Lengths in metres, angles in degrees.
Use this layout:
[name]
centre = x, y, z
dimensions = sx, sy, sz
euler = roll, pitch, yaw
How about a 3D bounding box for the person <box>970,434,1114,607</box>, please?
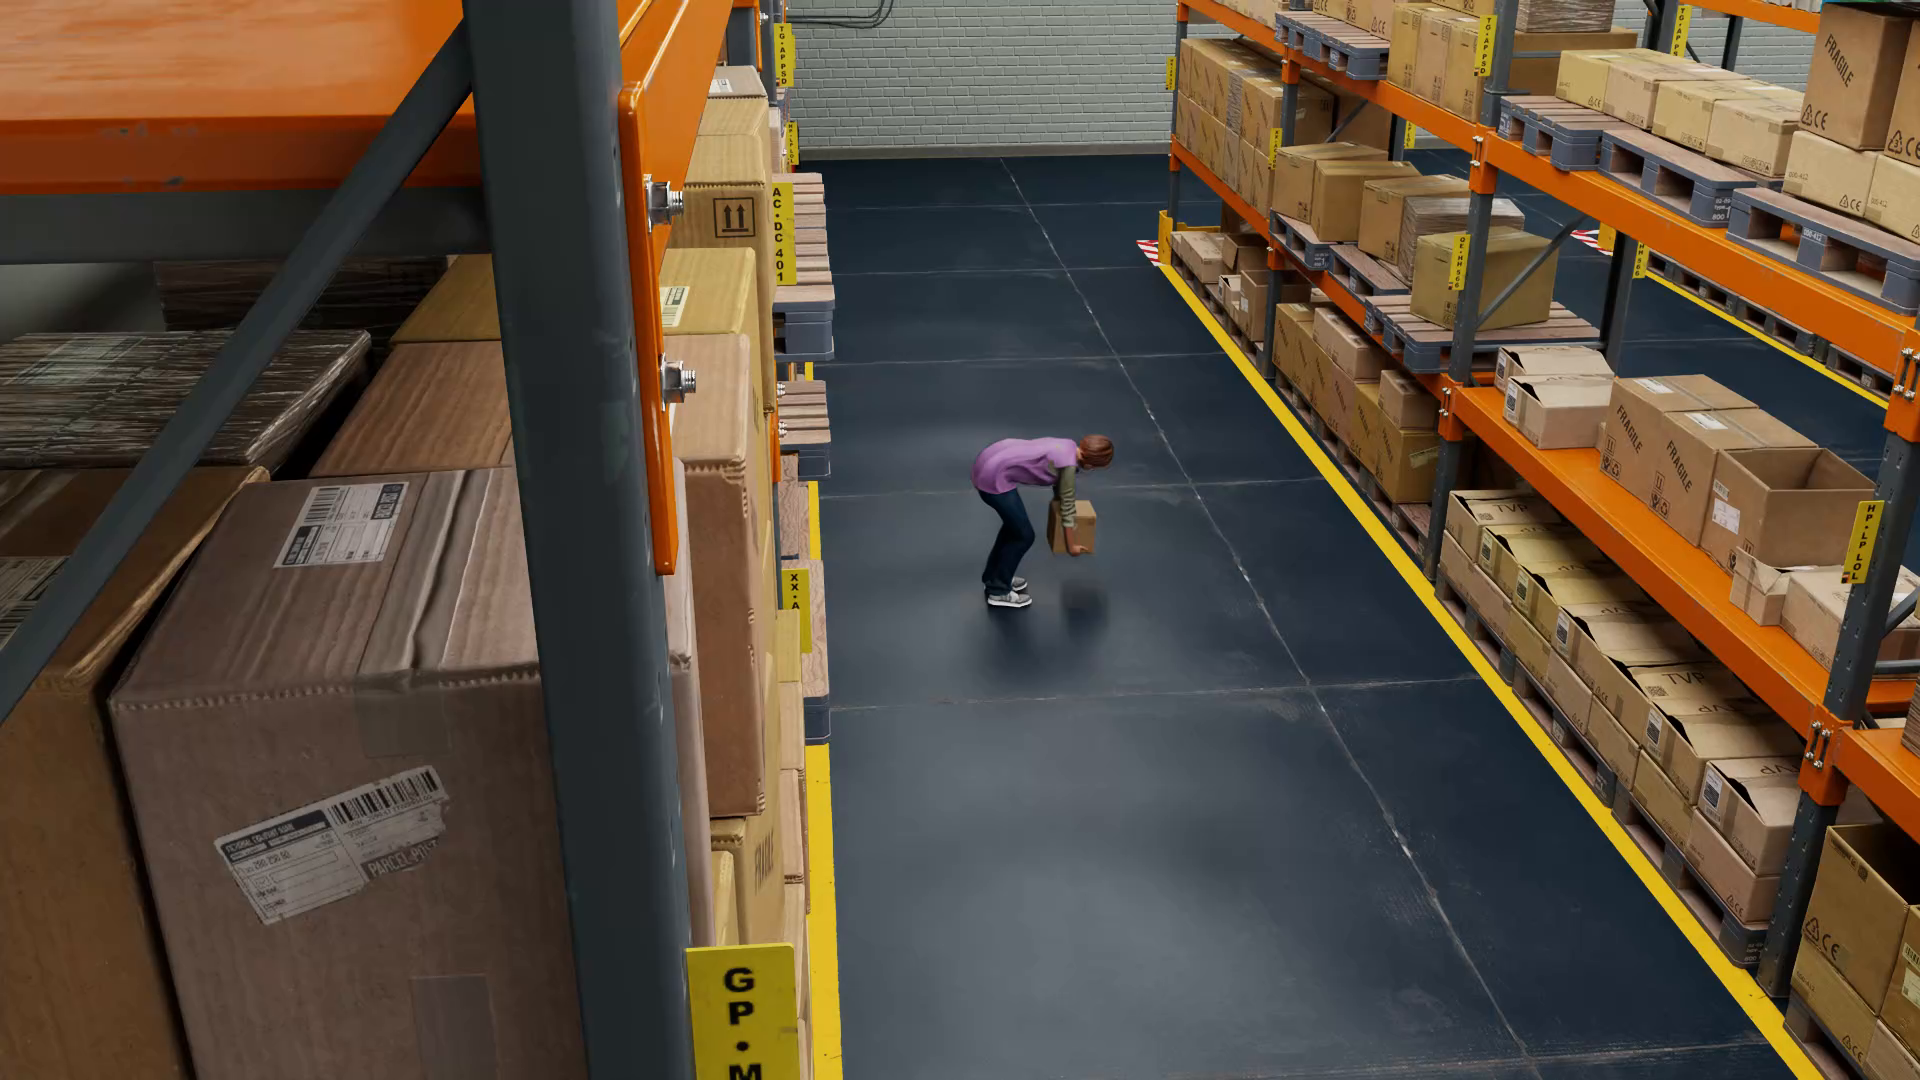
[person]
centre = 0.495, -0.125, 10.095
dimensions = 0.865, 1.028, 0.390
euler = -3, 24, -7
